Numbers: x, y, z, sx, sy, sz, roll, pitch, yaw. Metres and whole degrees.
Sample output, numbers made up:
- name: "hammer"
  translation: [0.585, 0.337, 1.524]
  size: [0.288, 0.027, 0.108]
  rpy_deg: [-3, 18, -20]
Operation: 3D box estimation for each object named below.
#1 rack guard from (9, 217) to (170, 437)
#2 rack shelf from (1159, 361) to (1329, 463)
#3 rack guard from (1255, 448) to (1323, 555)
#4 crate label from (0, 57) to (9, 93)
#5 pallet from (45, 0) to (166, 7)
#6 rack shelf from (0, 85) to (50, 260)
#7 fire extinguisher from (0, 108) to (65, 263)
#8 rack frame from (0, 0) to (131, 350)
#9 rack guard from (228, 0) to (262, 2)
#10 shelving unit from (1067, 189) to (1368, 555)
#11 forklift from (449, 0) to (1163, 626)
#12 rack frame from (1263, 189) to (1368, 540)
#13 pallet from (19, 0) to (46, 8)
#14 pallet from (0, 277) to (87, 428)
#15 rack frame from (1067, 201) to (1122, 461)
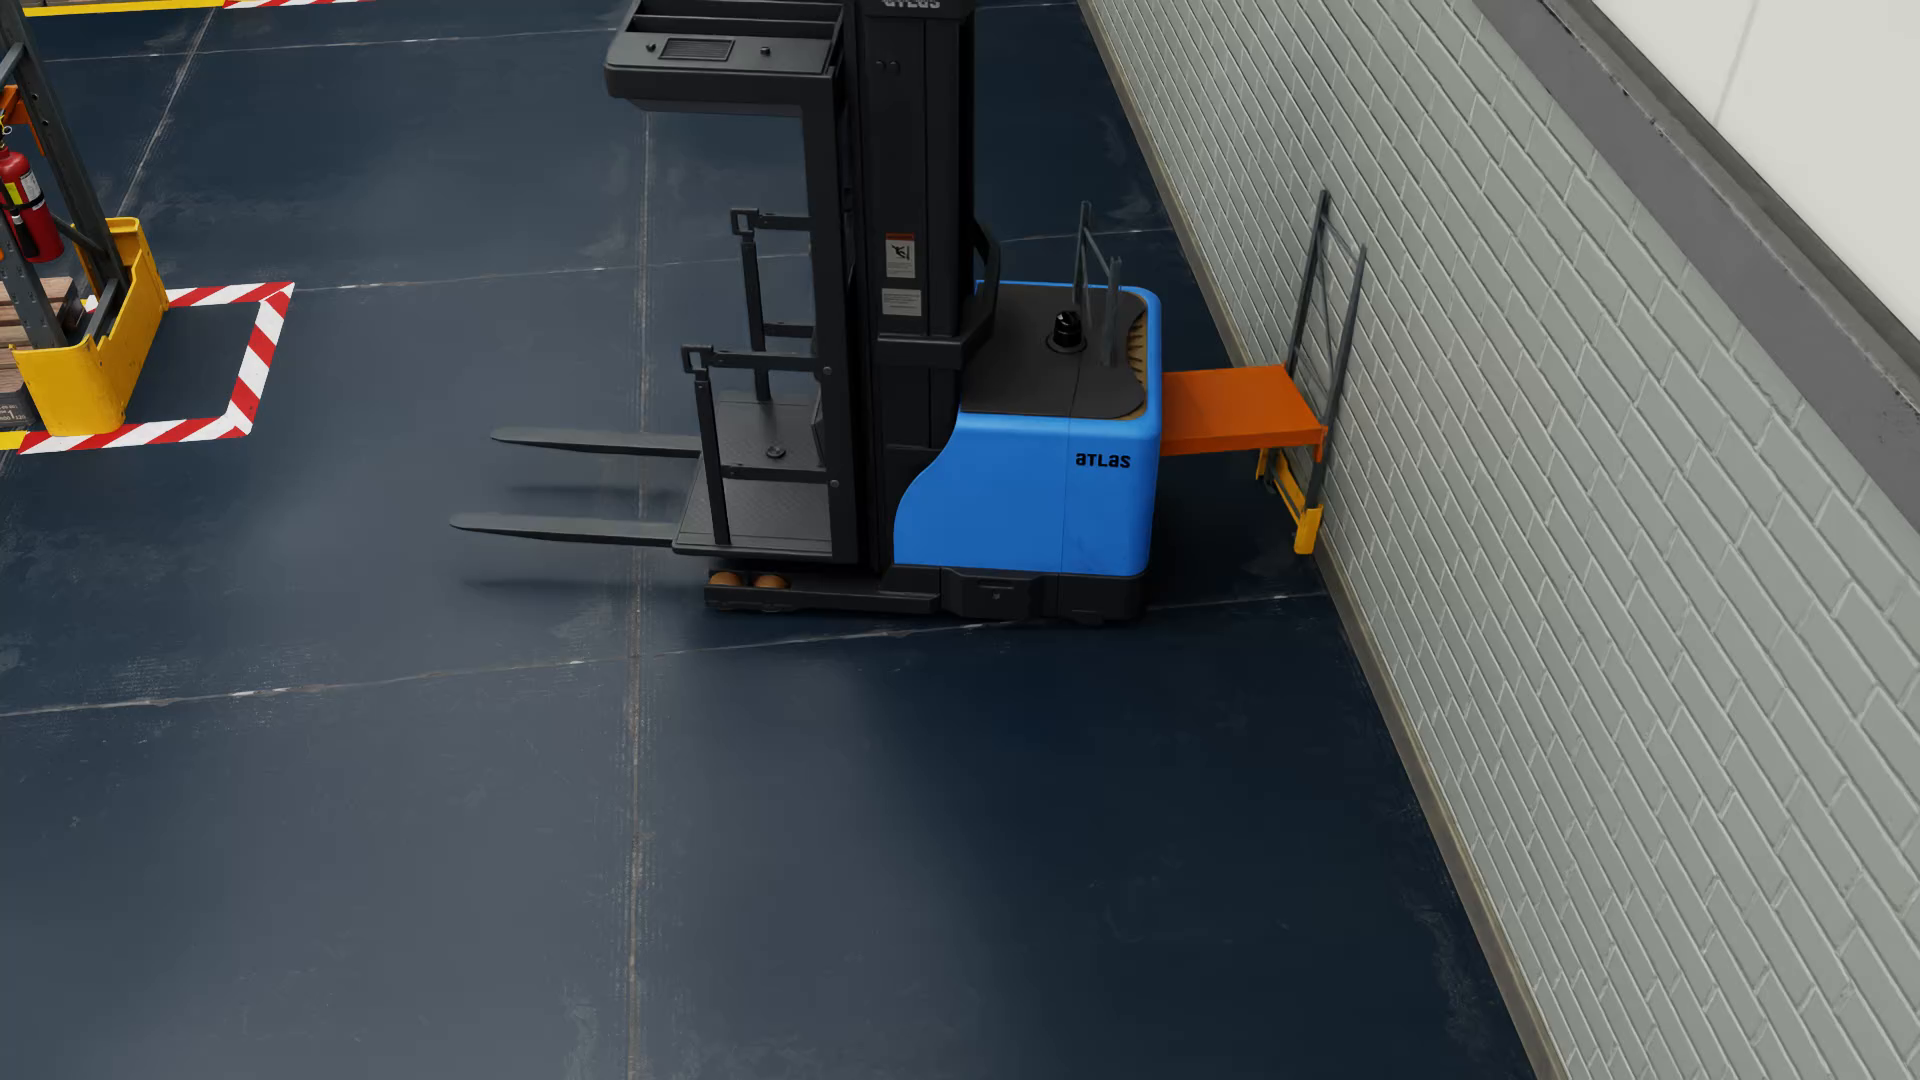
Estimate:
- name: "rack guard"
  translation: [-4.311, -1.079, 8.288]
  size: [0.348, 0.500, 1.175]
  rpy_deg: [-5, 42, -6]
- name: "rack shelf"
  translation: [1.006, -0.521, 7.146]
  size: [1.000, 0.185, 0.538]
  rpy_deg: [-5, 39, -10]
- name: "rack guard"
  translation: [1.482, -0.216, 7.513]
  size: [0.087, 0.250, 0.587]
  rpy_deg: [-5, 39, -10]
- name: "crate label"
  translation: [-4.620, -2.154, 7.693]
  size: [0.303, 0.233, 0.416]
  rpy_deg: [-5, 42, -6]
- name: "pallet"
  translation: [-5.837, -4.174, 11.936]
  size: [1.213, 0.211, 1.003]
  rpy_deg: [-5, 42, -6]
- name: "rack shelf"
  translation: [-6.316, -1.556, 7.487]
  size: [4.000, 0.370, 1.077]
  rpy_deg: [-5, 42, -6]
- name: "fire extinguisher"
  translation: [-4.124, -1.540, 7.270]
  size: [0.183, 0.674, 0.296]
  rpy_deg: [-5, 42, -6]
- name: "rack frame"
  translation: [-4.333, -1.996, 7.439]
  size: [0.127, 3.000, 1.000]
  rpy_deg: [-5, 42, -6]
- name: "rack guard"
  translation: [-5.047, -4.352, 11.916]
  size: [0.348, 0.500, 1.175]
  rpy_deg: [-5, 42, -6]
- name: "shelving unit"
  translation: [1.023, -0.662, 7.036]
  size: [1.083, 1.500, 0.587]
  rpy_deg: [-5, 39, -10]
- name: "forklift"
  translation: [-0.681, -1.127, 6.526]
  size: [3.031, 2.935, 1.130]
  rpy_deg: [3, 42, 4]
- name: "rack frame"
  translation: [1.512, -0.704, 7.125]
  size: [0.032, 1.500, 0.500]
  rpy_deg: [-5, 39, -10]
- name: "pallet"
  translation: [-7.044, -4.071, 11.821]
  size: [1.213, 0.211, 1.003]
  rpy_deg: [-5, 42, -6]
- name: "pallet"
  translation: [-5.156, -0.915, 8.322]
  size: [1.213, 0.211, 1.003]
  rpy_deg: [-5, 42, -6]
- name: "rack frame"
  translation: [0.515, -0.619, 6.943]
  size: [0.032, 1.500, 0.500]
  rpy_deg: [-5, 39, -10]
